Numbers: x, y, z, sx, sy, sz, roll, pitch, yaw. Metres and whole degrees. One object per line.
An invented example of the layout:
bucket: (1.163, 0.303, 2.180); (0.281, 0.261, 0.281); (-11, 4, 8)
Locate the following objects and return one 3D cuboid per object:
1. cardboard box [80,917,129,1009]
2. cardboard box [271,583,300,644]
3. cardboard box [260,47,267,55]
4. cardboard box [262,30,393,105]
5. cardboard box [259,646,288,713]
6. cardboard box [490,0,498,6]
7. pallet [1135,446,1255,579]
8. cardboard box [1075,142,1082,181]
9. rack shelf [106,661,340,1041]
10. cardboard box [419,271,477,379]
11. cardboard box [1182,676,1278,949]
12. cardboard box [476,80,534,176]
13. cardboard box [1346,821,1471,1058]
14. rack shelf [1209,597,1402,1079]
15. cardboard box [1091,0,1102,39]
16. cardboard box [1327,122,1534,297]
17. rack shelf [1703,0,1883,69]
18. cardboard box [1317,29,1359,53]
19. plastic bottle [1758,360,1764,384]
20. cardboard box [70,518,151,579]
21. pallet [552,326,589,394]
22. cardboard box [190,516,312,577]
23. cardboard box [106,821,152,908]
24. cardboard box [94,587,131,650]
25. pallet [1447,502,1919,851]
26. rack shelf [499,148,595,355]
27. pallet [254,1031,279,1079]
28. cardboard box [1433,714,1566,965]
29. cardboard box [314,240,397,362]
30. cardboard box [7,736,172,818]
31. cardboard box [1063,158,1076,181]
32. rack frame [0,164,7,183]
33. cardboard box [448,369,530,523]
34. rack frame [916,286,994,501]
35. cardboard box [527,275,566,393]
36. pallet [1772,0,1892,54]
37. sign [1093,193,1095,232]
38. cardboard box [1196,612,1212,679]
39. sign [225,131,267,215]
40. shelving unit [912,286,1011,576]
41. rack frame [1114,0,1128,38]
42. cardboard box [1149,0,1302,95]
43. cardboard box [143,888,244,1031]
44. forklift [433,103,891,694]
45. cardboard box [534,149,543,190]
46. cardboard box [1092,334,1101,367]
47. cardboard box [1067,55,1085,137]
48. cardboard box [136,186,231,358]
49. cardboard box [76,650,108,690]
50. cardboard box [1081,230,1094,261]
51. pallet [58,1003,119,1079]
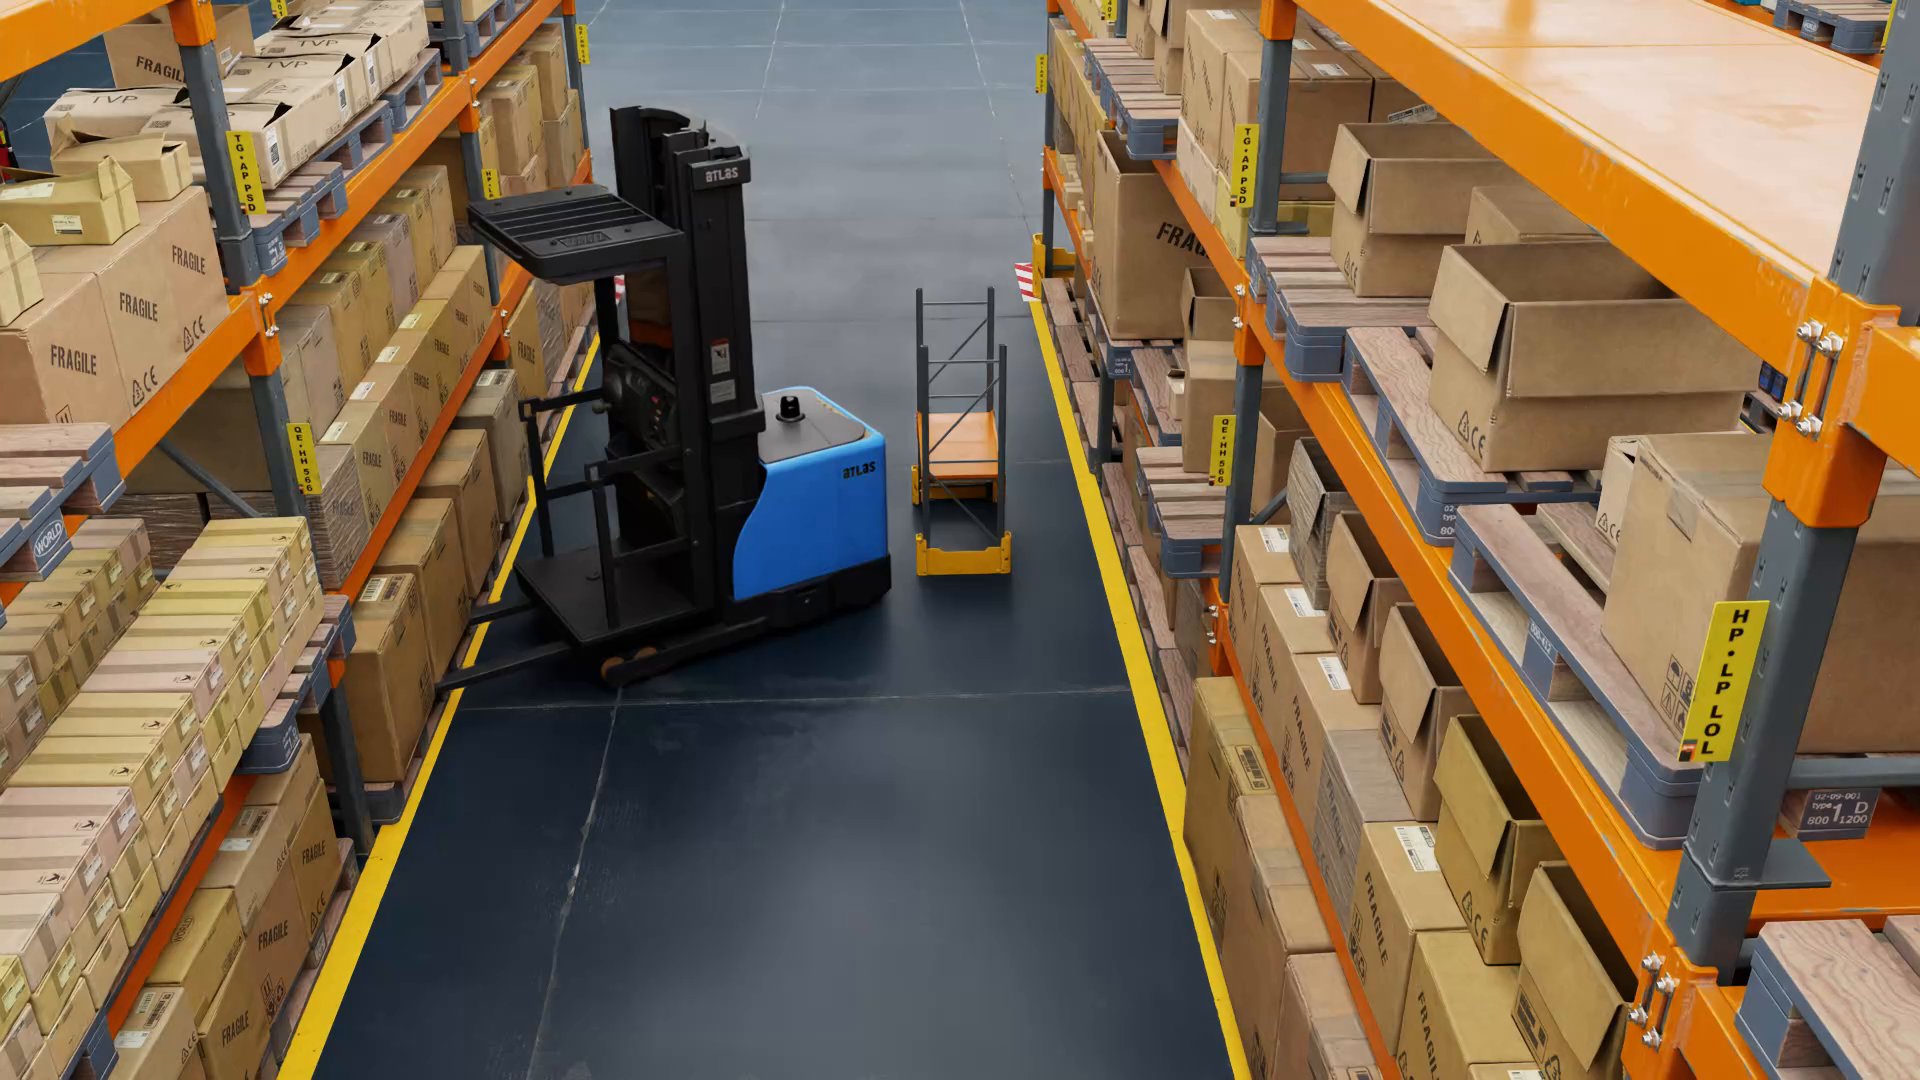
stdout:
cardboard box: (-2.707, 1.258, 4.911); (0.380, 0.149, 0.250); (-3, 28, -5)
cardboard box: (-2.803, 0.290, 6.447); (0.380, 0.149, 0.250); (0, 28, -1)
cardboard box: (-3.622, -2.323, 8.300); (0.396, 0.266, 0.258); (-1, 28, -3)
cardboard box: (-3.197, -2.408, 8.414); (0.500, 0.311, 0.500); (-2, 28, -5)
cardboard box: (-2.790, 0.531, 6.305); (0.380, 0.149, 0.250); (-1, 28, -2)
cardboard box: (-3.215, -3.552, 10.782); (0.380, 0.149, 0.250); (-1, 28, -3)
pallet: (1.515, -0.159, 8.018); (1.213, 0.211, 1.003); (-1, 28, -3)
cardboard box: (1.371, -3.073, 12.969); (0.875, 0.500, 0.500); (-1, 28, -3)
rack shelf: (-3.195, 1.399, 5.603); (1.077, 0.370, 4.000); (-1, 28, -3)
cardboard box: (-3.188, -1.268, 9.829); (0.500, 0.500, 0.500); (-2, 28, -3)
cardboard box: (1.674, 1.158, 7.130); (1.225, 0.875, 0.875); (-3, 28, -5)
cardboard box: (-3.529, -2.912, 11.759); (0.875, 0.550, 0.550); (-1, 28, -3)
cardboard box: (1.517, 1.207, 5.085); (0.500, 0.500, 0.500); (-2, 28, -3)
rack shelf: (1.763, 1.325, 5.743); (1.077, 0.370, 4.000); (-1, 28, -3)
cardboard box: (1.149, -3.474, 11.085); (0.500, 0.250, 0.500); (-1, 28, -1)
cardboard box: (1.763, -1.199, 5.996); (0.797, 0.503, 0.637); (0, 28, 0)
rack shelf: (6.292, -3.819, 12.362); (1.077, 0.370, 4.000); (-1, 28, -3)
cardboard box: (1.868, -1.971, 7.392); (0.500, 0.500, 0.500); (-1, 28, -2)
plastic bottle: (6.015, -1.328, 12.514); (0.061, 0.283, 0.133); (0, 28, 1)
cardboard box: (-3.469, 0.037, 6.609); (0.380, 0.149, 0.250); (-1, 28, -3)
pallet: (-3.537, -1.373, 13.154); (1.003, 0.211, 1.213); (-1, 28, -3)
cardboard box: (-2.816, 0.033, 6.618); (0.380, 0.149, 0.250); (-2, 28, -5)
cardboard box: (-2.725, 0.998, 5.089); (0.380, 0.149, 0.250); (-2, 28, -4)
cardboard box: (-3.459, 0.303, 6.422); (0.380, 0.149, 0.250); (0, 28, 0)
pallet: (1.771, 0.263, 3.966); (0.805, 0.209, 1.217); (-2, 28, -5)
rack shelf: (-3.613, -2.296, 12.686); (1.077, 0.370, 4.000); (-1, 28, -3)
pallet: (-3.200, 2.315, 6.083); (1.003, 0.211, 1.213); (-1, 28, -3)
cardboard box: (1.802, 0.829, 4.724); (0.797, 0.503, 0.637); (-1, 28, -2)
cardboard box: (-3.397, -1.246, 8.705); (0.700, 0.500, 0.500); (-2, 28, -3)
cardboard box: (-2.738, 0.750, 5.242); (0.380, 0.149, 0.250); (-1, 28, -1)
cardboard box: (1.044, -3.016, 13.561); (0.380, 0.149, 0.250); (-1, 28, -3)
rack frame: (-8.655, -3.372, 13.972); (1.000, 3.000, 0.127); (-1, 28, -3)
cardboard box: (-3.386, -0.596, 10.627); (1.050, 0.750, 0.750); (-2, 28, -3)
rack frame: (-0.031, -0.939, 10.929); (0.500, 1.500, 0.032); (-1, 28, -3)
cardboard box: (-3.522, -1.644, 12.501); (0.875, 0.875, 0.875); (-1, 28, -2)
pallet: (6.261, -3.461, 11.103); (1.213, 0.211, 1.003); (-1, 28, -3)
sign: (0.909, -2.132, 10.657); (0.100, 0.325, 0.005); (-1, 28, -3)
cardboard box: (1.604, 0.687, 8.416); (0.700, 0.500, 0.500); (-3, 28, -5)
sign: (-2.758, -1.415, 6.417); (0.100, 0.325, 0.005); (-1, 28, -3)
shelving unit: (-0.004, -0.700, 10.471); (0.587, 1.500, 1.083); (-1, 28, -3)
rack frame: (1.450, -4.424, 9.502); (1.000, 3.000, 0.127); (-1, 28, -3)
cardboard box: (1.426, -2.672, 8.820); (0.797, 0.503, 0.637); (0, 28, -1)
cardboard box: (-2.954, 1.523, 6.024); (0.500, 0.250, 0.500); (-1, 28, -1)
forklift: (-1.931, -0.762, 9.042); (3.031, 2.935, 1.130); (-17, 32, -29)
cardboard box: (-3.629, -2.676, 12.475); (0.875, 0.550, 0.500); (-1, 28, -3)
cardboard box: (1.321, -1.577, 12.779); (0.500, 0.500, 0.500); (-4, 28, -7)
cardboard box: (1.077, -3.278, 12.280); (0.500, 0.500, 0.500); (-1, 28, -3)
cardboard box: (-3.016, -0.961, 5.997); (0.500, 0.500, 0.500); (-1, 28, -3)
cardboard box: (-3.449, 0.541, 6.286); (0.380, 0.149, 0.250); (0, 28, 0)
cardboard box: (1.064, -2.091, 11.786); (0.380, 0.149, 0.250); (-1, 28, -3)
pallet: (-2.985, 1.732, 4.393); (1.003, 0.211, 1.213); (-1, 28, -3)
